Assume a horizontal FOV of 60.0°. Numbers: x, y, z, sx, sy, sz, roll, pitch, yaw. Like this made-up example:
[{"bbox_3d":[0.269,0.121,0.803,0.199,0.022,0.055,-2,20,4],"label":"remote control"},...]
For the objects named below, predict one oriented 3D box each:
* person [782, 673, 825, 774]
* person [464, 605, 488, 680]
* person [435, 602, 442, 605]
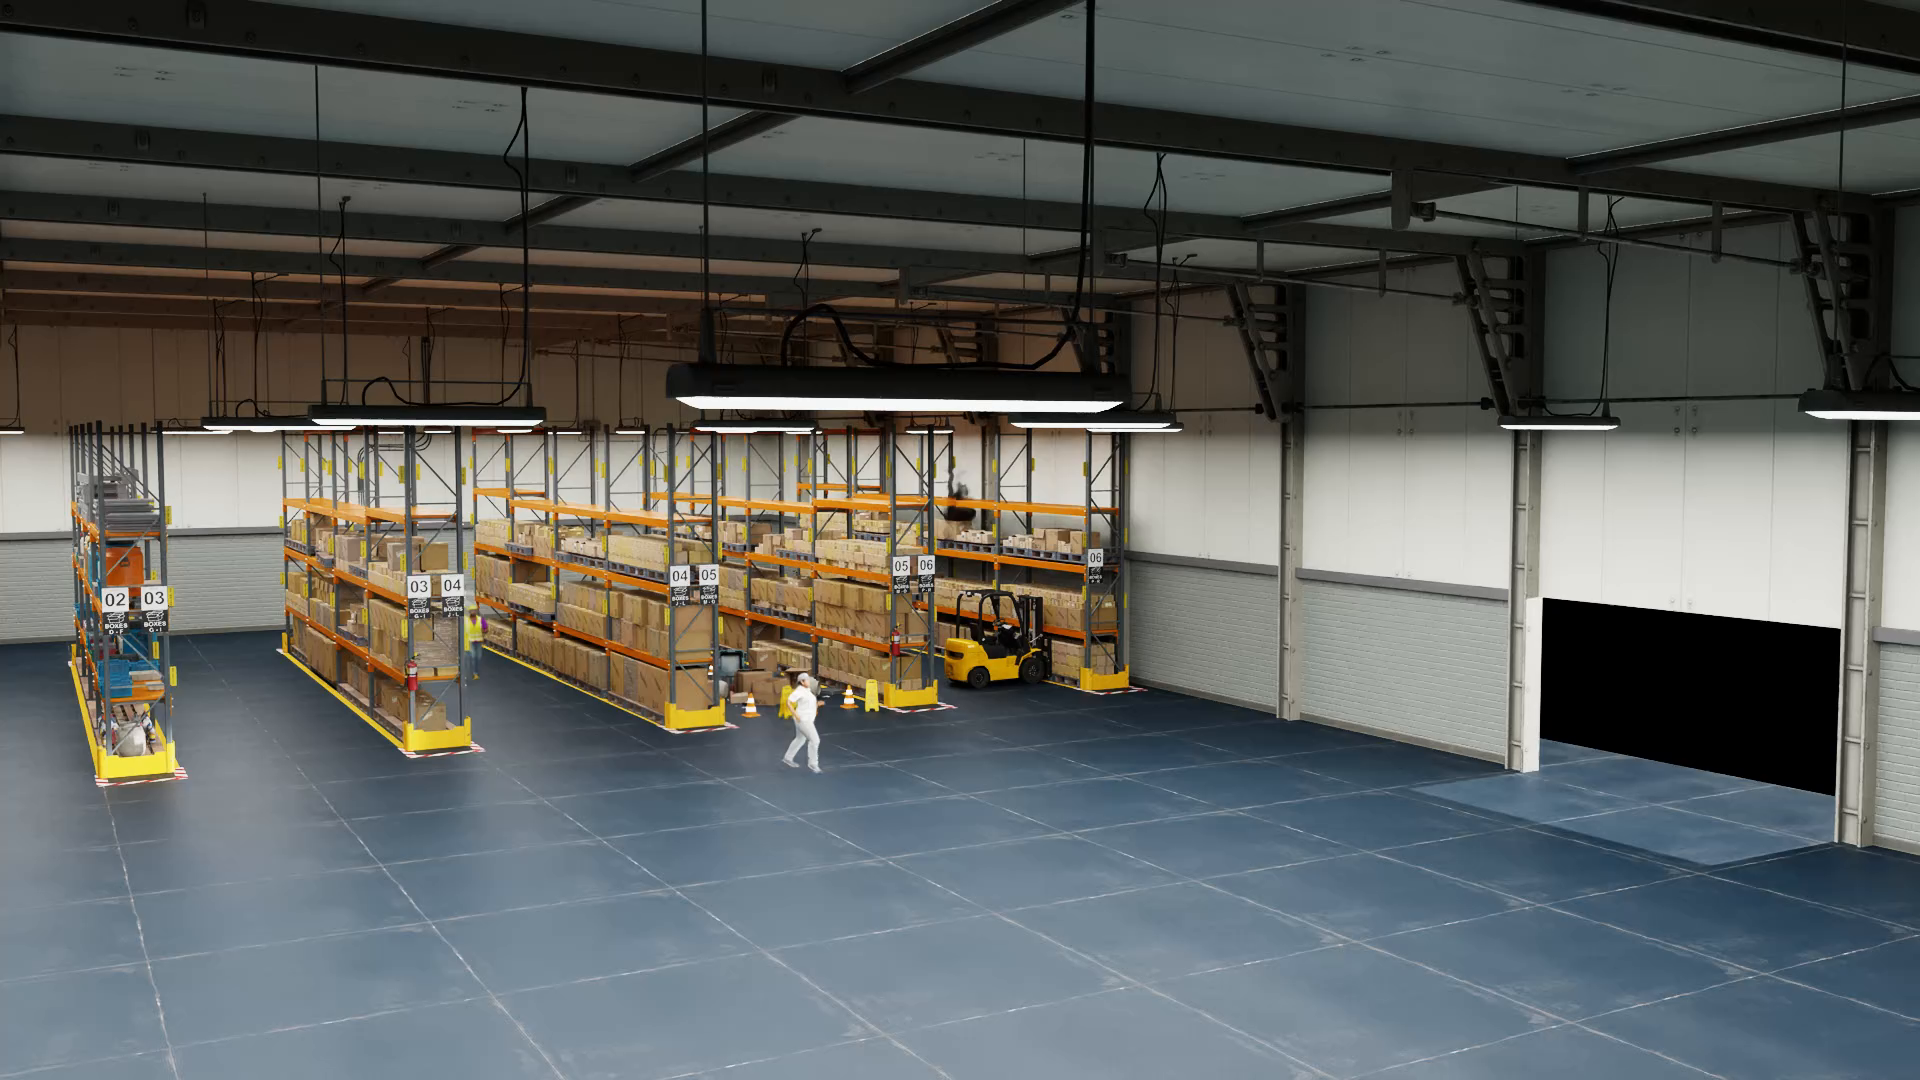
[{"bbox_3d":[-2.676,3.134,28.463,0.741,1.728,0.580,0,4,5],"label":"person"},{"bbox_3d":[-11.505,2.401,39.322,0.710,1.747,0.968,-2,4,-33],"label":"person"},{"bbox_3d":[-14.520,2.090,45.688,0.640,1.648,0.584,0,4,-6],"label":"person"}]
